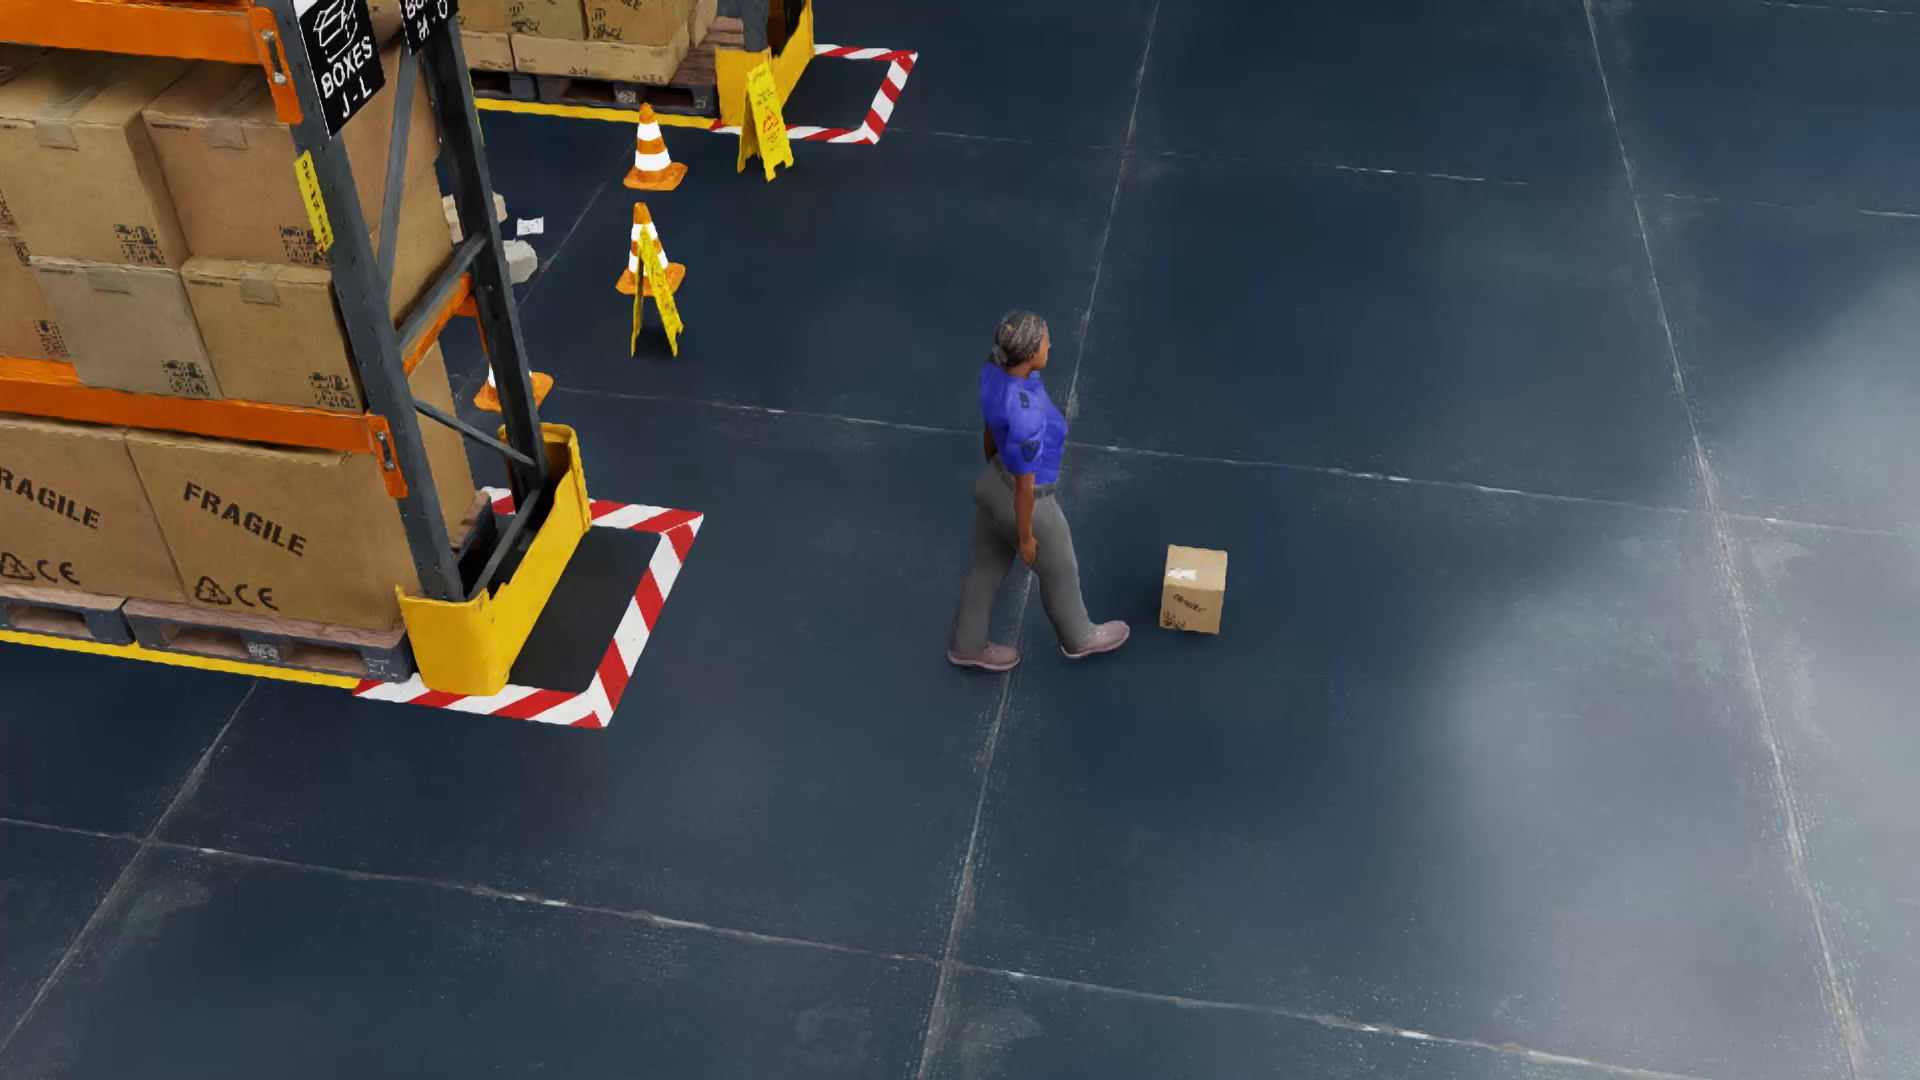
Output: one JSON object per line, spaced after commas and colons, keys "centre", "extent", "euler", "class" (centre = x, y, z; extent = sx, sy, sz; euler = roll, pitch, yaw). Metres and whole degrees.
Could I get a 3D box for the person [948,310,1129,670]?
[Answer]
{"centre": [0.314, -0.178, 6.365], "extent": [0.744, 1.643, 0.465], "euler": [-15, 43, -16], "class": "person"}
